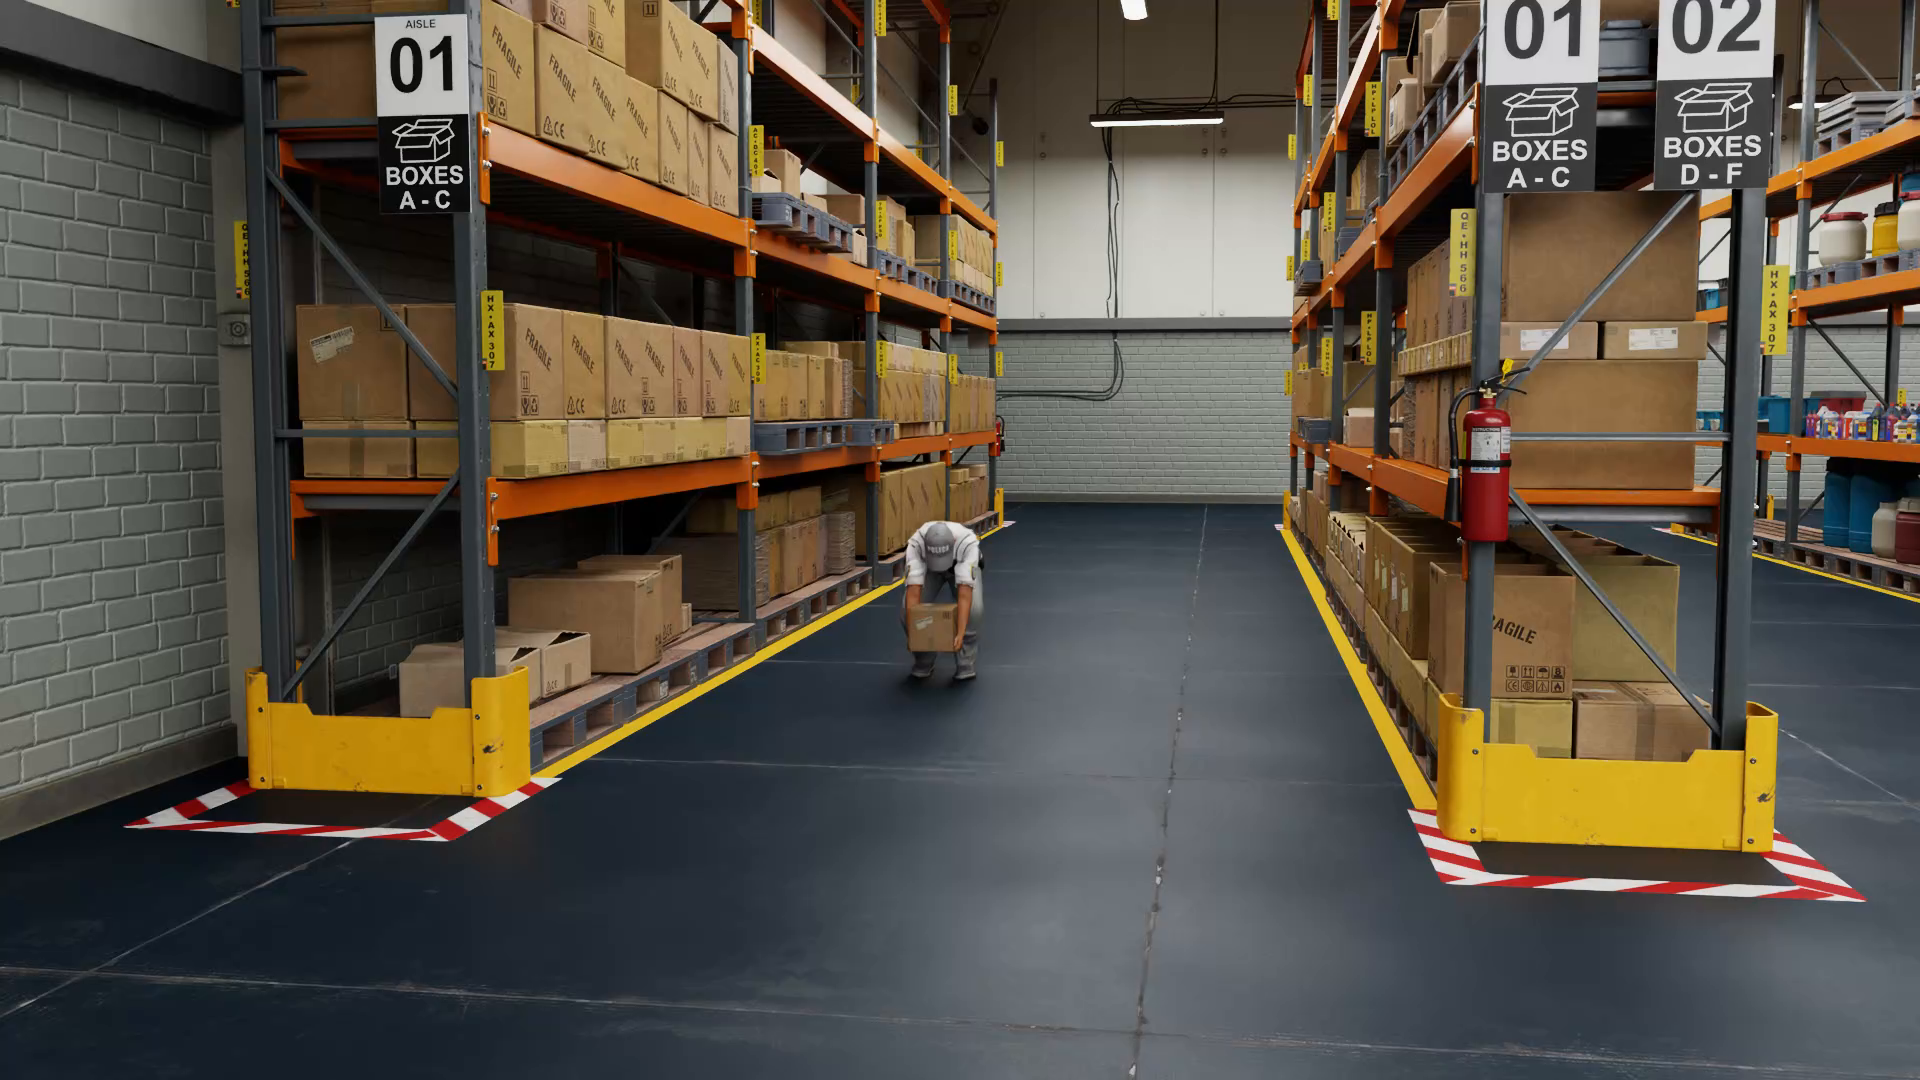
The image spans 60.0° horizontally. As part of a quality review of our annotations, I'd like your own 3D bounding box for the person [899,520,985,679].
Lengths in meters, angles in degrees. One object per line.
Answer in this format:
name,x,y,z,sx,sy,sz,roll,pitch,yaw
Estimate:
person,-0.108,0.351,9.916,0.508,0.966,0.934,0,5,6
